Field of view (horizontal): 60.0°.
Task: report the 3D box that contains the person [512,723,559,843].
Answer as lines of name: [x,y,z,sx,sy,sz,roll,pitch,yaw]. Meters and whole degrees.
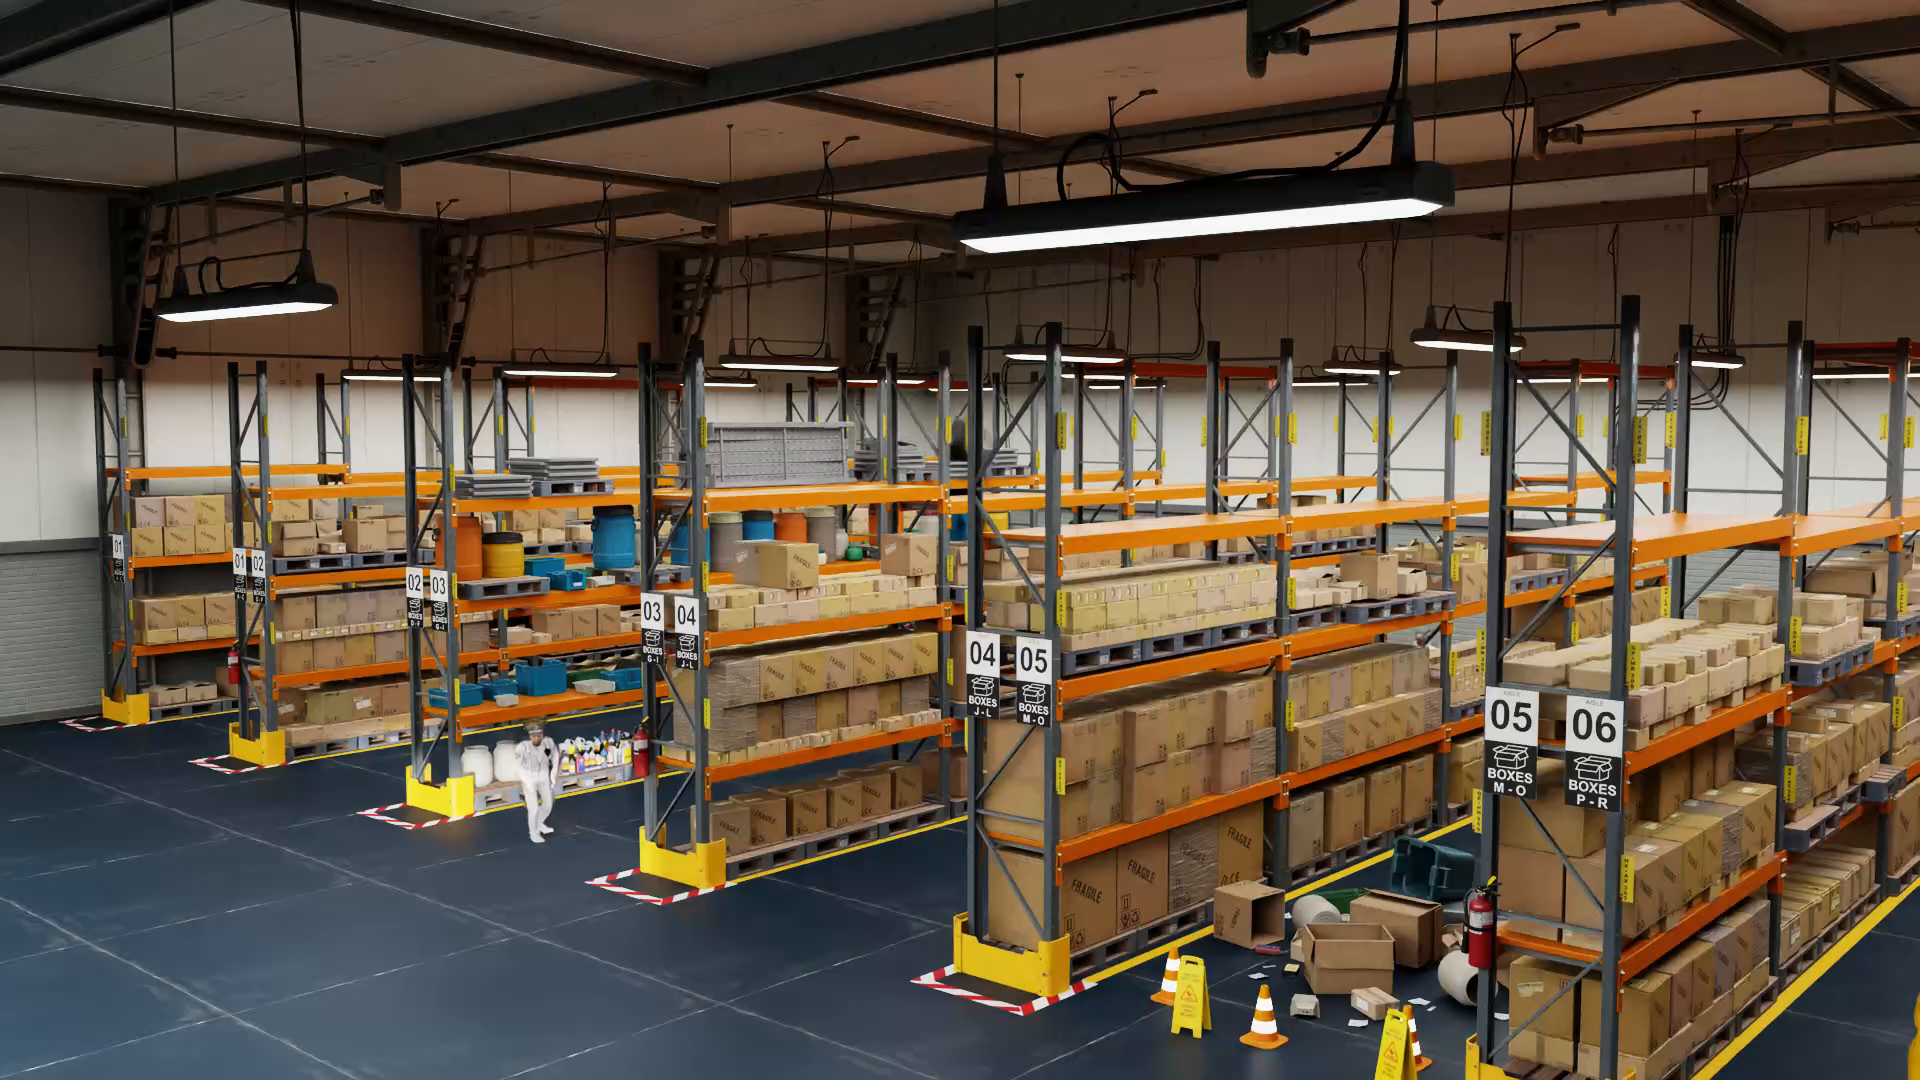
person: [-5.164,2.926,20.218,0.610,1.510,0.833,-3,5,-34]

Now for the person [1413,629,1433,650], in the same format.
person: [7.811,2.299,28.124,0.587,1.611,0.596,-3,5,-35]
